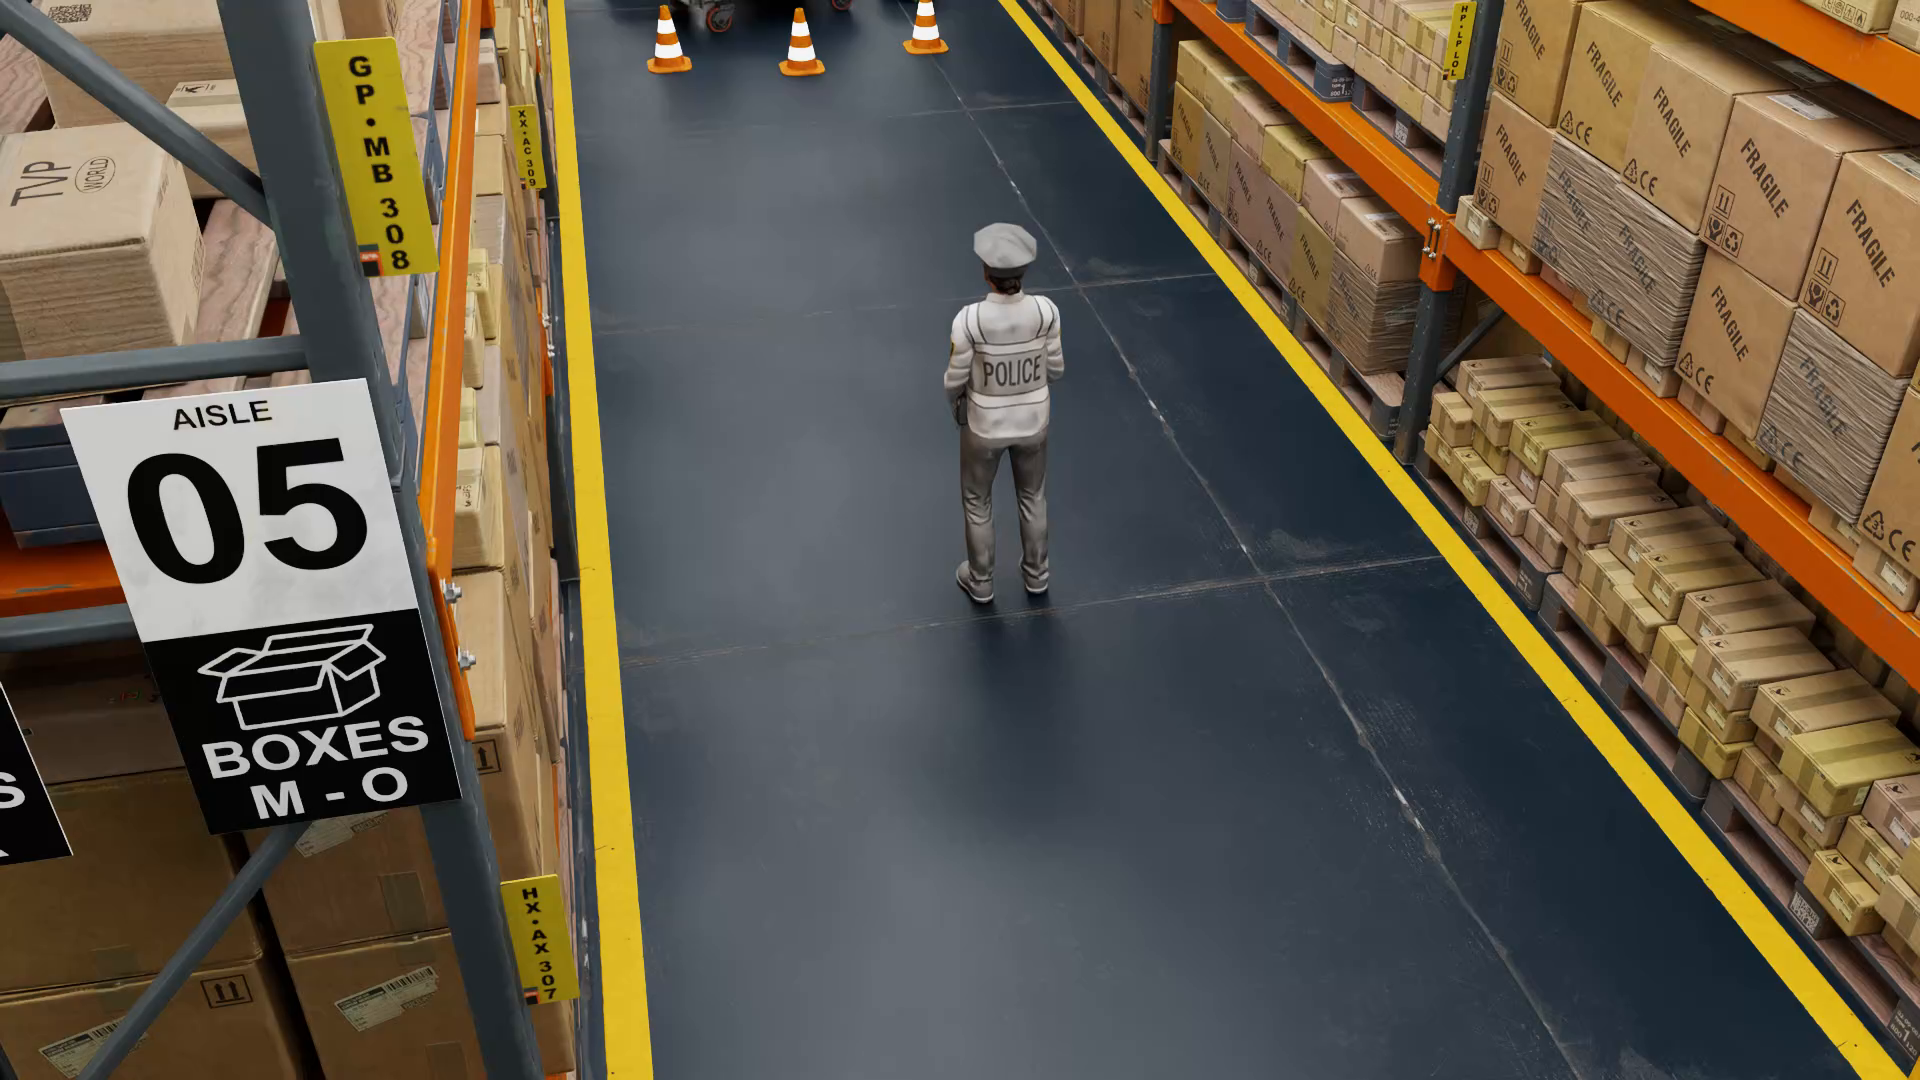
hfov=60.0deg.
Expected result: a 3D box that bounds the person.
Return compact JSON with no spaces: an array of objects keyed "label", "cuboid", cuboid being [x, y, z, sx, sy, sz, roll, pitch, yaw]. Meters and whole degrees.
[{"label":"person","cuboid":[0.167,-0.506,6.855,0.498,1.686,0.424,-8,35,-11]}]
